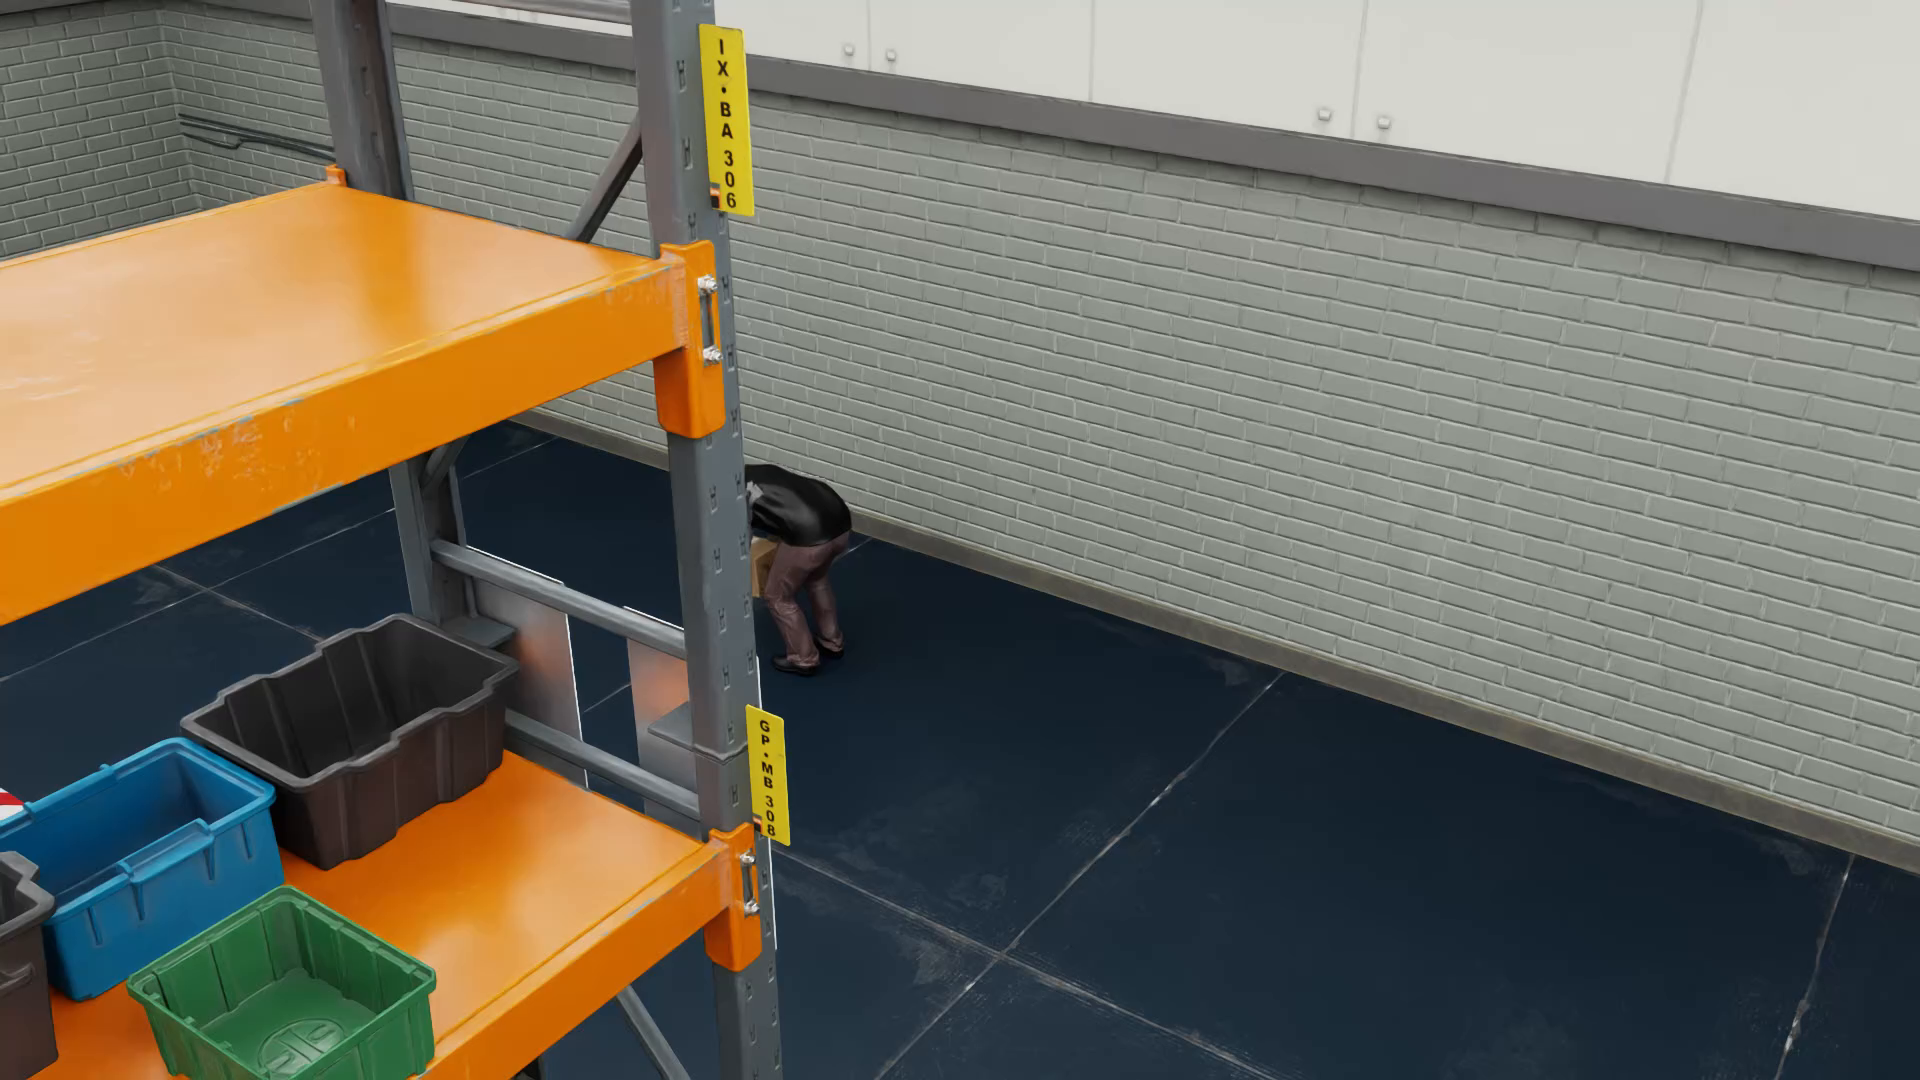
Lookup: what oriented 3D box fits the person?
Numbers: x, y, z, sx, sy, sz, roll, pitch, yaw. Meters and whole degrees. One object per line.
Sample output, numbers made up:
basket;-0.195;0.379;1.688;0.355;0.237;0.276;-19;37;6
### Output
person;-1.063;0.127;9.555;0.948;1.172;0.464;17;31;29
